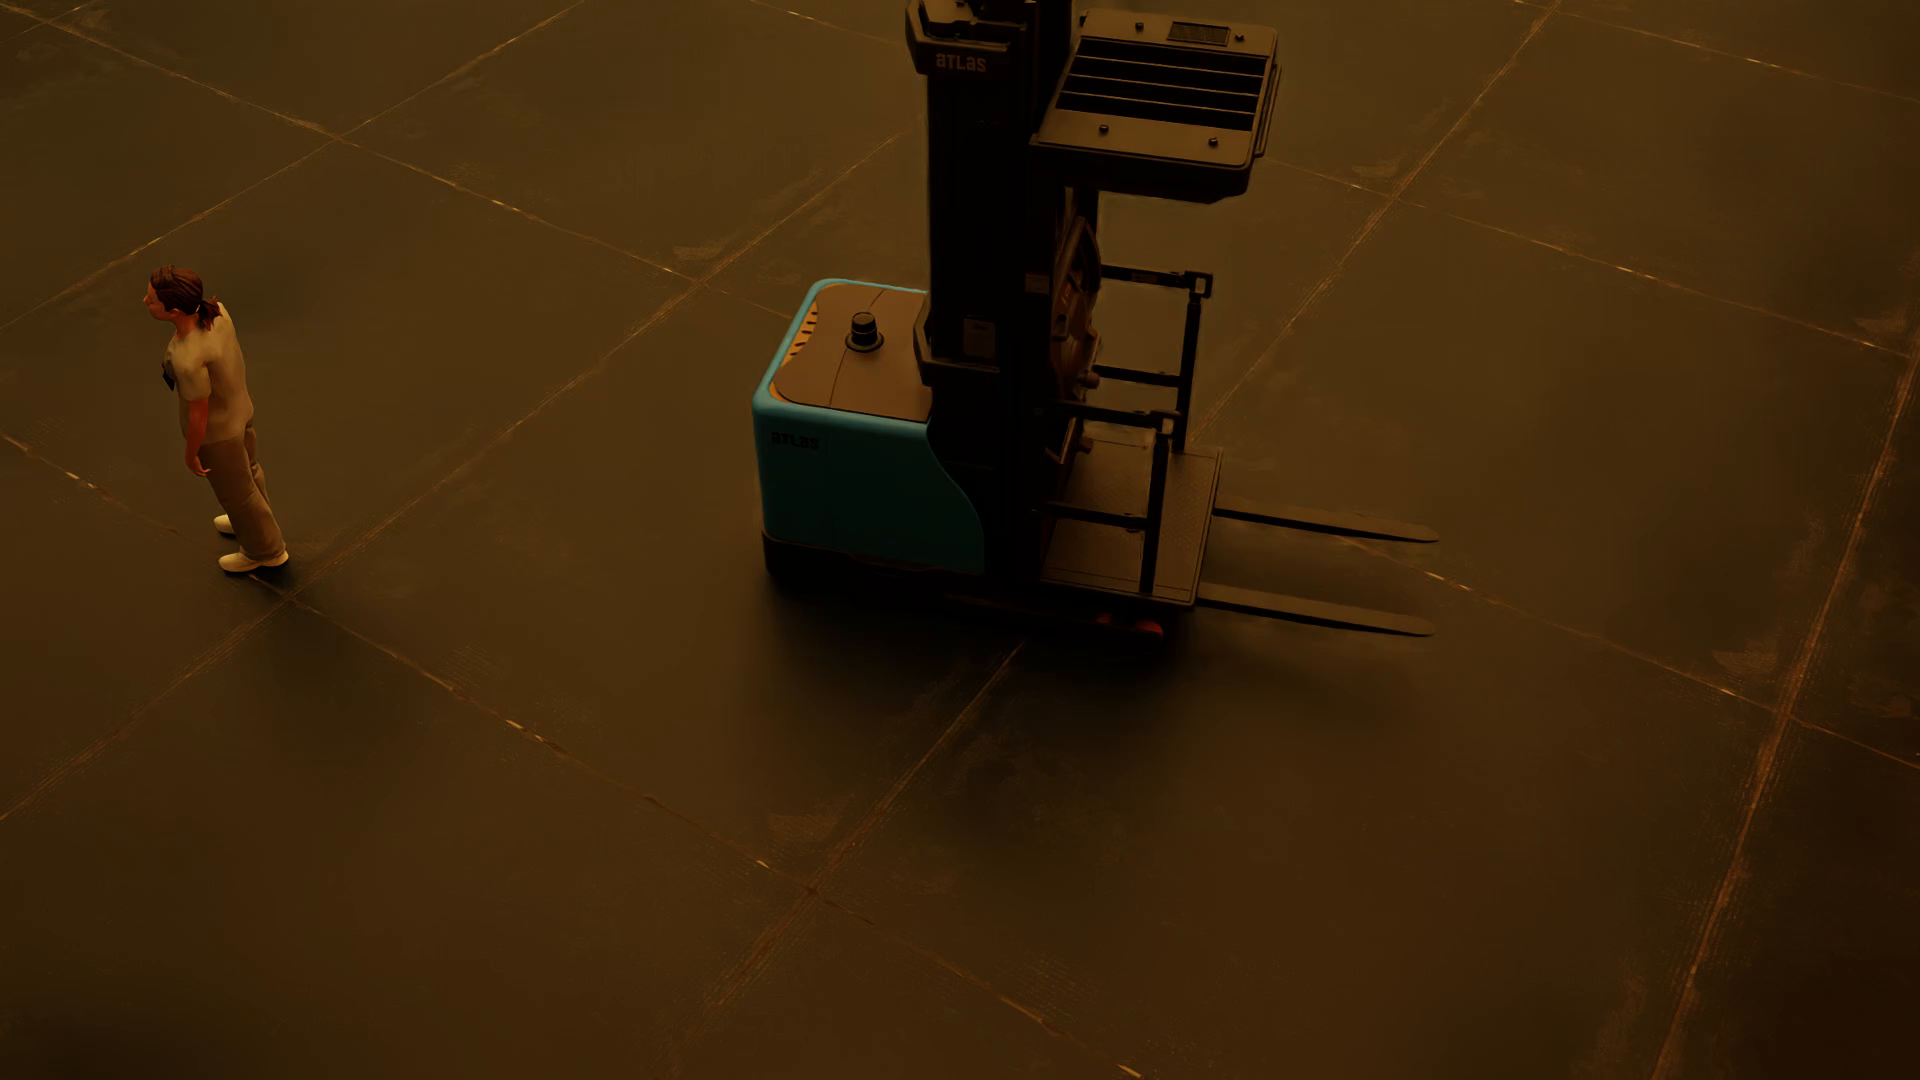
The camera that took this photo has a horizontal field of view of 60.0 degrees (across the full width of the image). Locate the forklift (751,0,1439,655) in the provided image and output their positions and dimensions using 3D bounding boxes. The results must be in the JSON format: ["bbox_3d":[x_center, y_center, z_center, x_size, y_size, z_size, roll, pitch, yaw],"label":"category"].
[{"bbox_3d":[0.665,-0.956,6.857,3.031,2.935,1.130,9,44,10],"label":"forklift"}]

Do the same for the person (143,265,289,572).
[{"bbox_3d":[-3.314,-0.513,7.293,0.549,1.674,0.549,-1,43,-1],"label":"person"}]
